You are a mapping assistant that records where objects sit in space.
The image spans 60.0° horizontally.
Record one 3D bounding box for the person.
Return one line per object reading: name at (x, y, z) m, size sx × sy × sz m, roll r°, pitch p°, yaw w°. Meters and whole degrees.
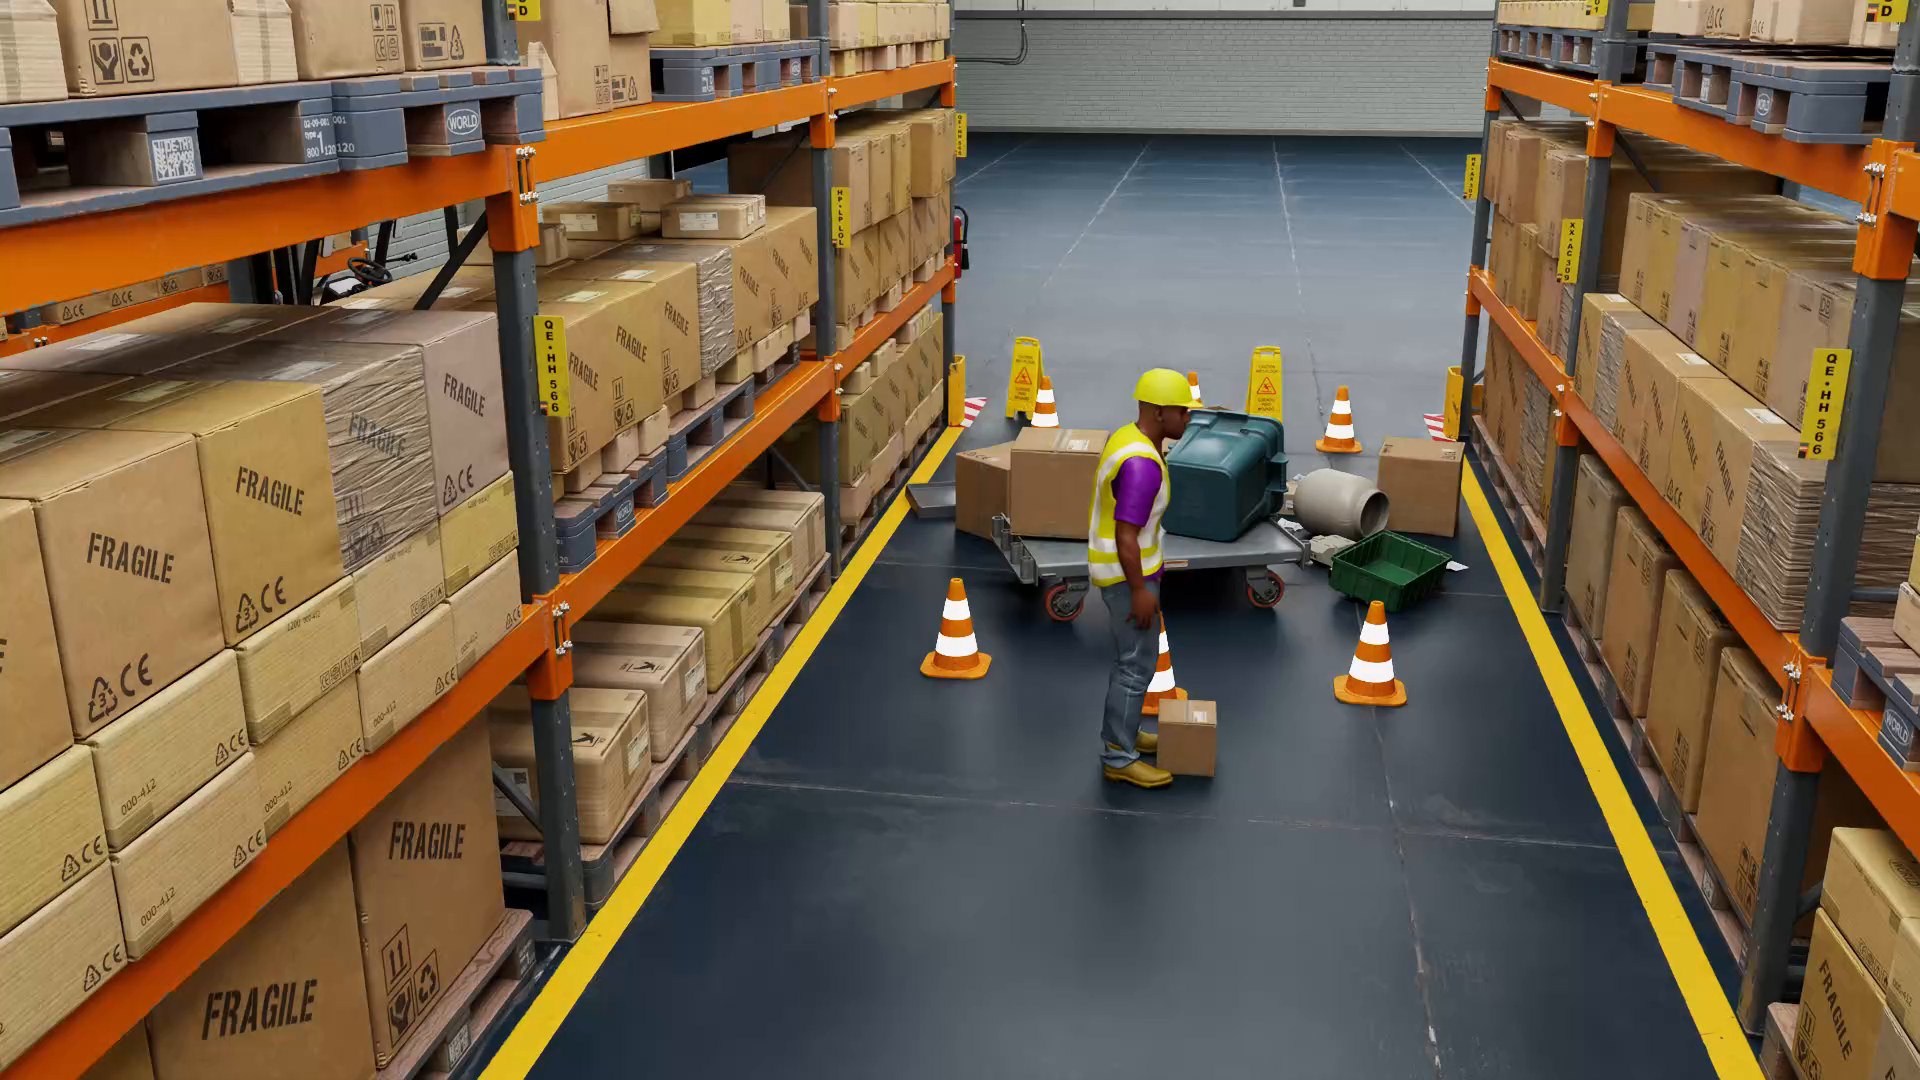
person at (0.773, 0.140, 7.087) m, size 0.463 × 1.759 × 0.632 m, roll 3°, pitch 18°, yaw 8°
